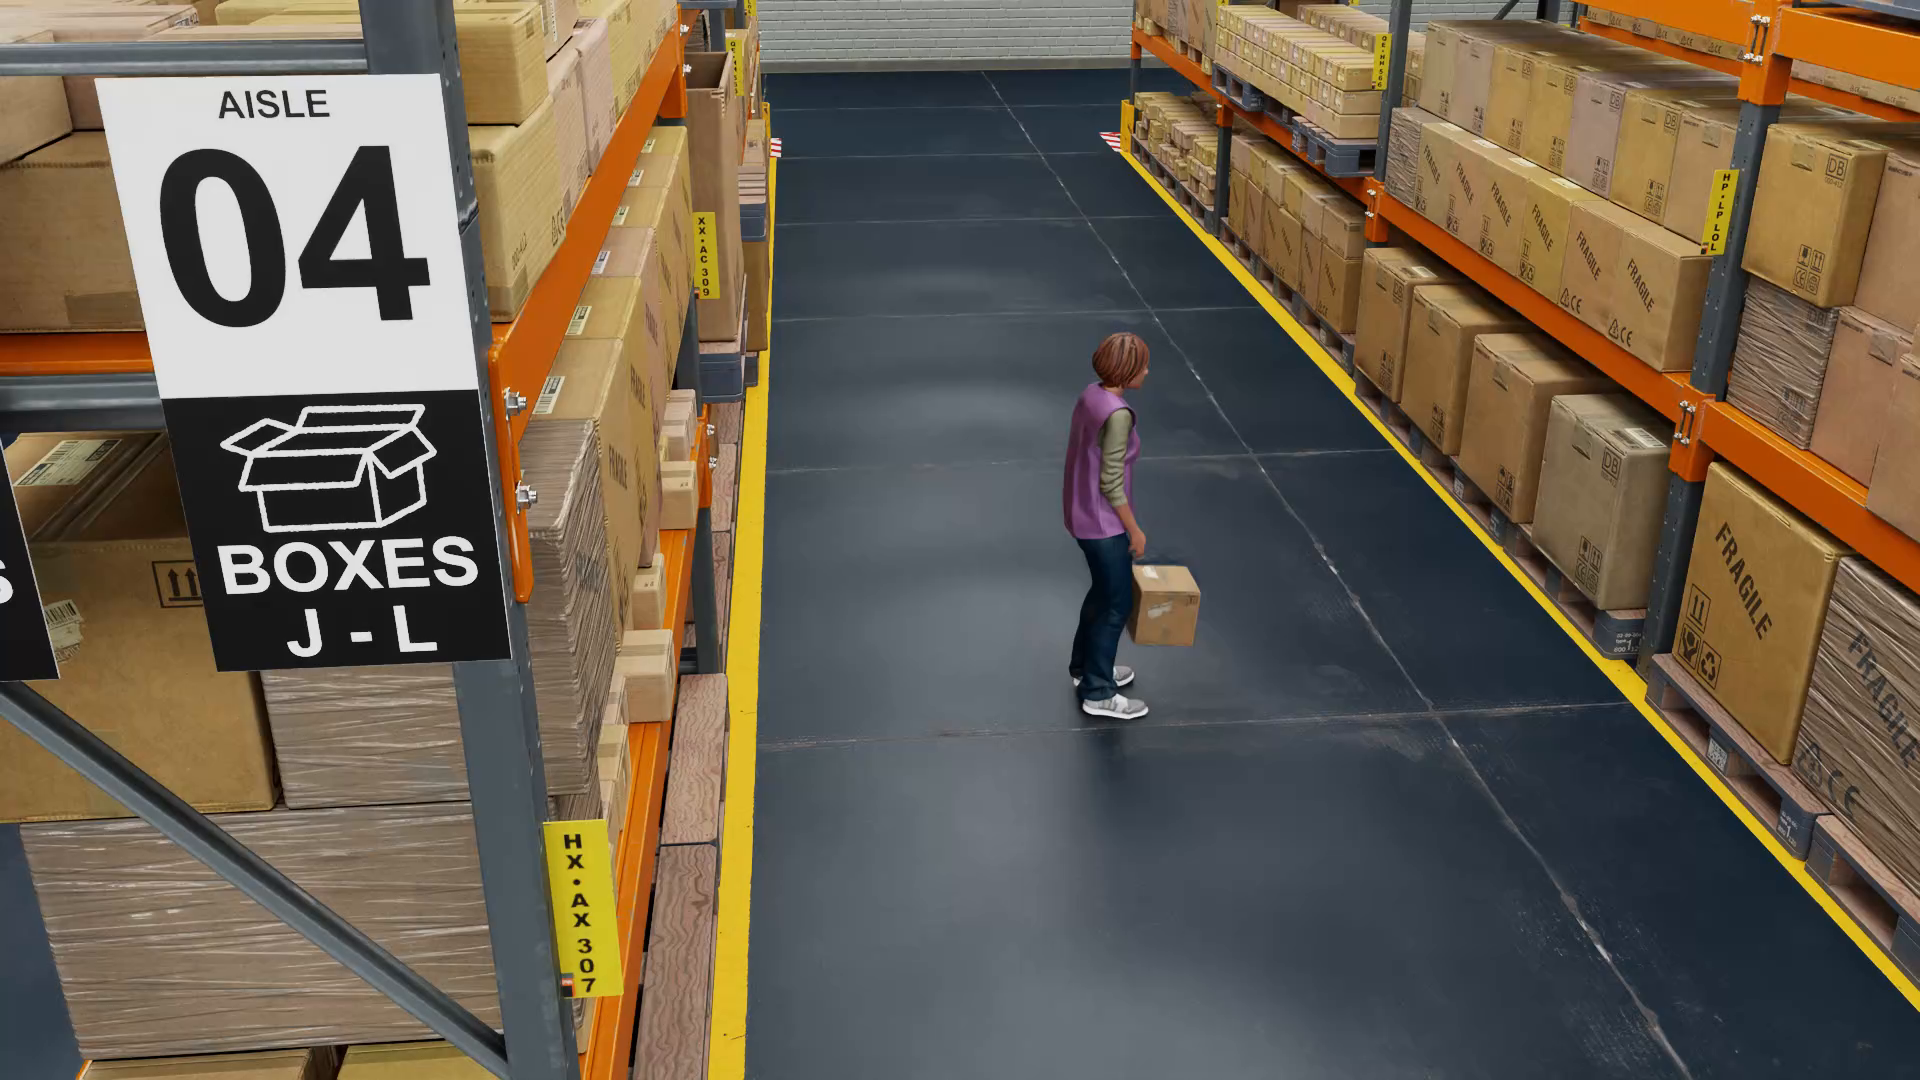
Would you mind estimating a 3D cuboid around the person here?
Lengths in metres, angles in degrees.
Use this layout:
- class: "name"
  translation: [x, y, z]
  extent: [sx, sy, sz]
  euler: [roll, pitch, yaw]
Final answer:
- class: "person"
  translation: [0.596, -0.067, 6.759]
  extent: [0.343, 1.597, 0.453]
  euler: [-3, 24, -7]
